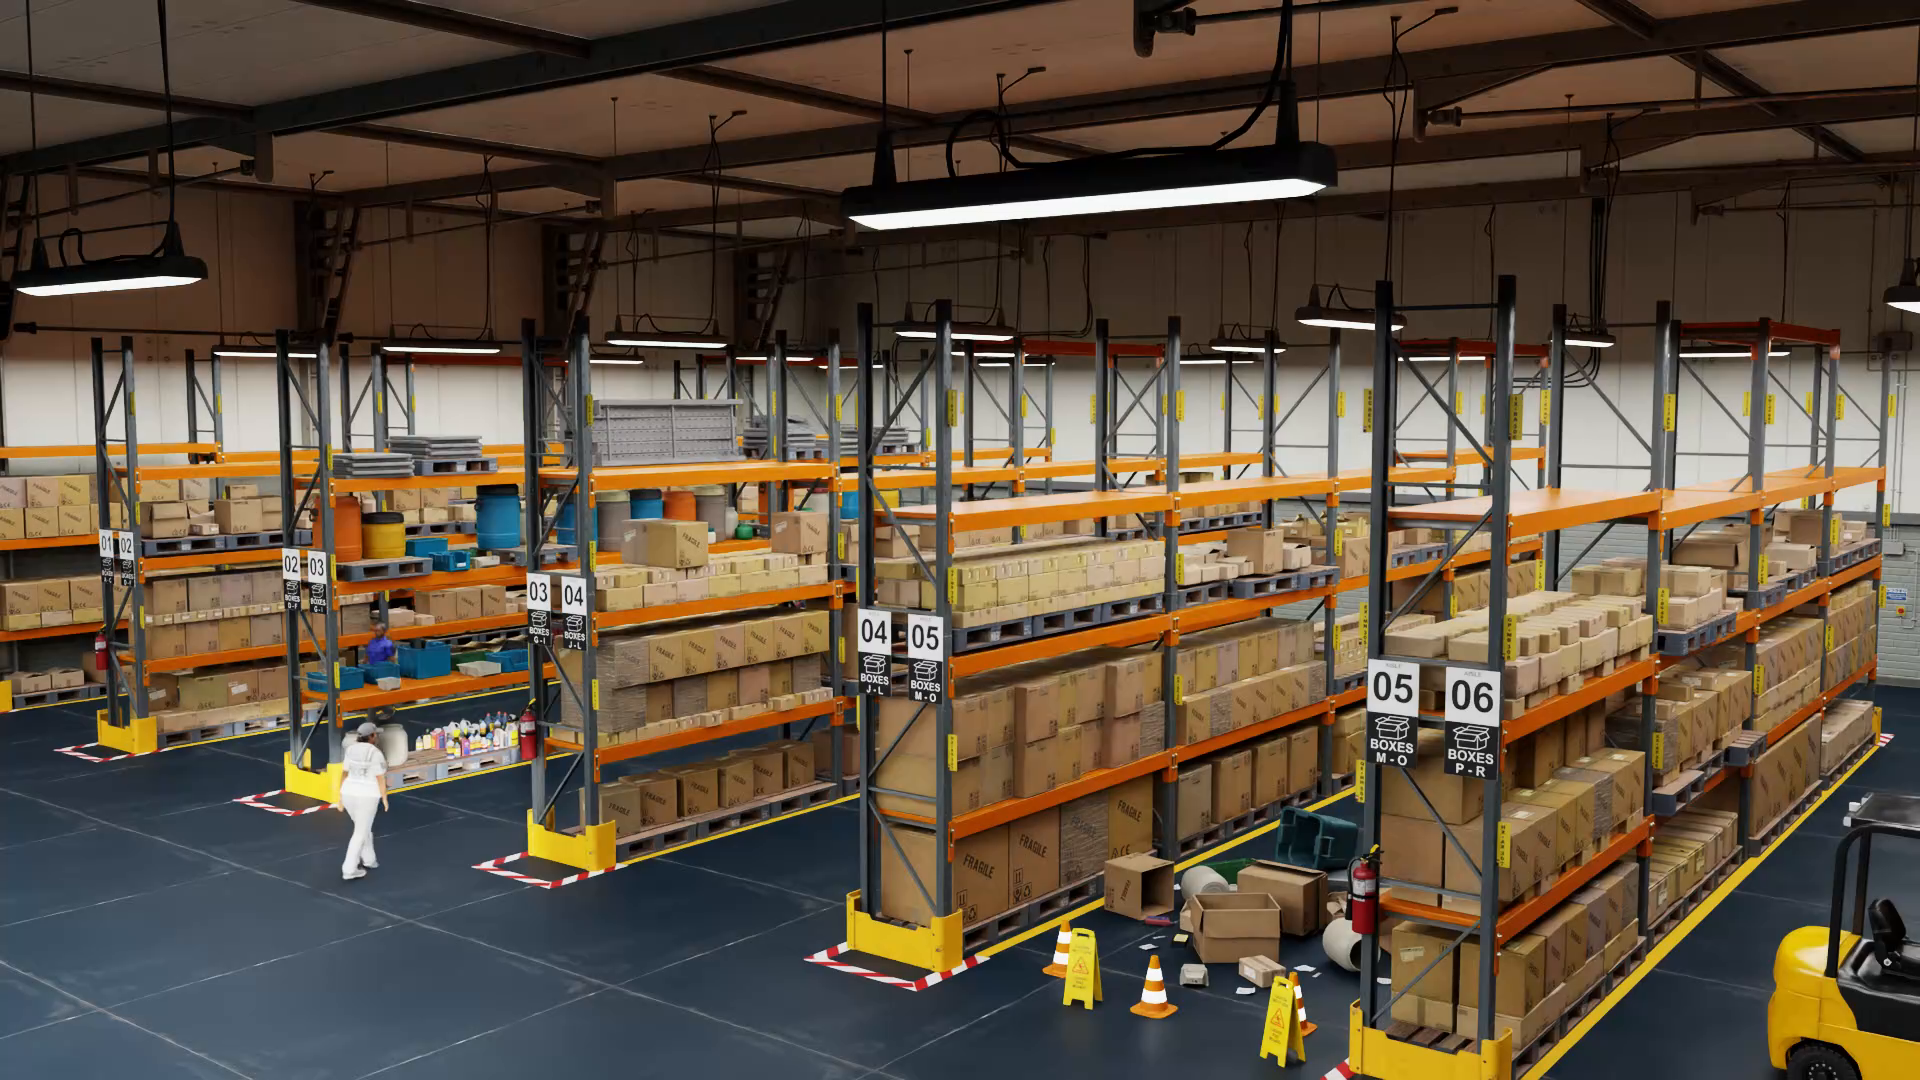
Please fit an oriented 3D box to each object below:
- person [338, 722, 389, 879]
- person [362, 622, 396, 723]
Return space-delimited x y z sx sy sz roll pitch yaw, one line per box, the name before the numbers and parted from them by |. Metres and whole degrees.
person | -6.406 2.806 17.904 0.513 1.688 0.701 2 5 25
person | -9.098 2.103 26.007 0.543 1.637 0.805 2 5 21
